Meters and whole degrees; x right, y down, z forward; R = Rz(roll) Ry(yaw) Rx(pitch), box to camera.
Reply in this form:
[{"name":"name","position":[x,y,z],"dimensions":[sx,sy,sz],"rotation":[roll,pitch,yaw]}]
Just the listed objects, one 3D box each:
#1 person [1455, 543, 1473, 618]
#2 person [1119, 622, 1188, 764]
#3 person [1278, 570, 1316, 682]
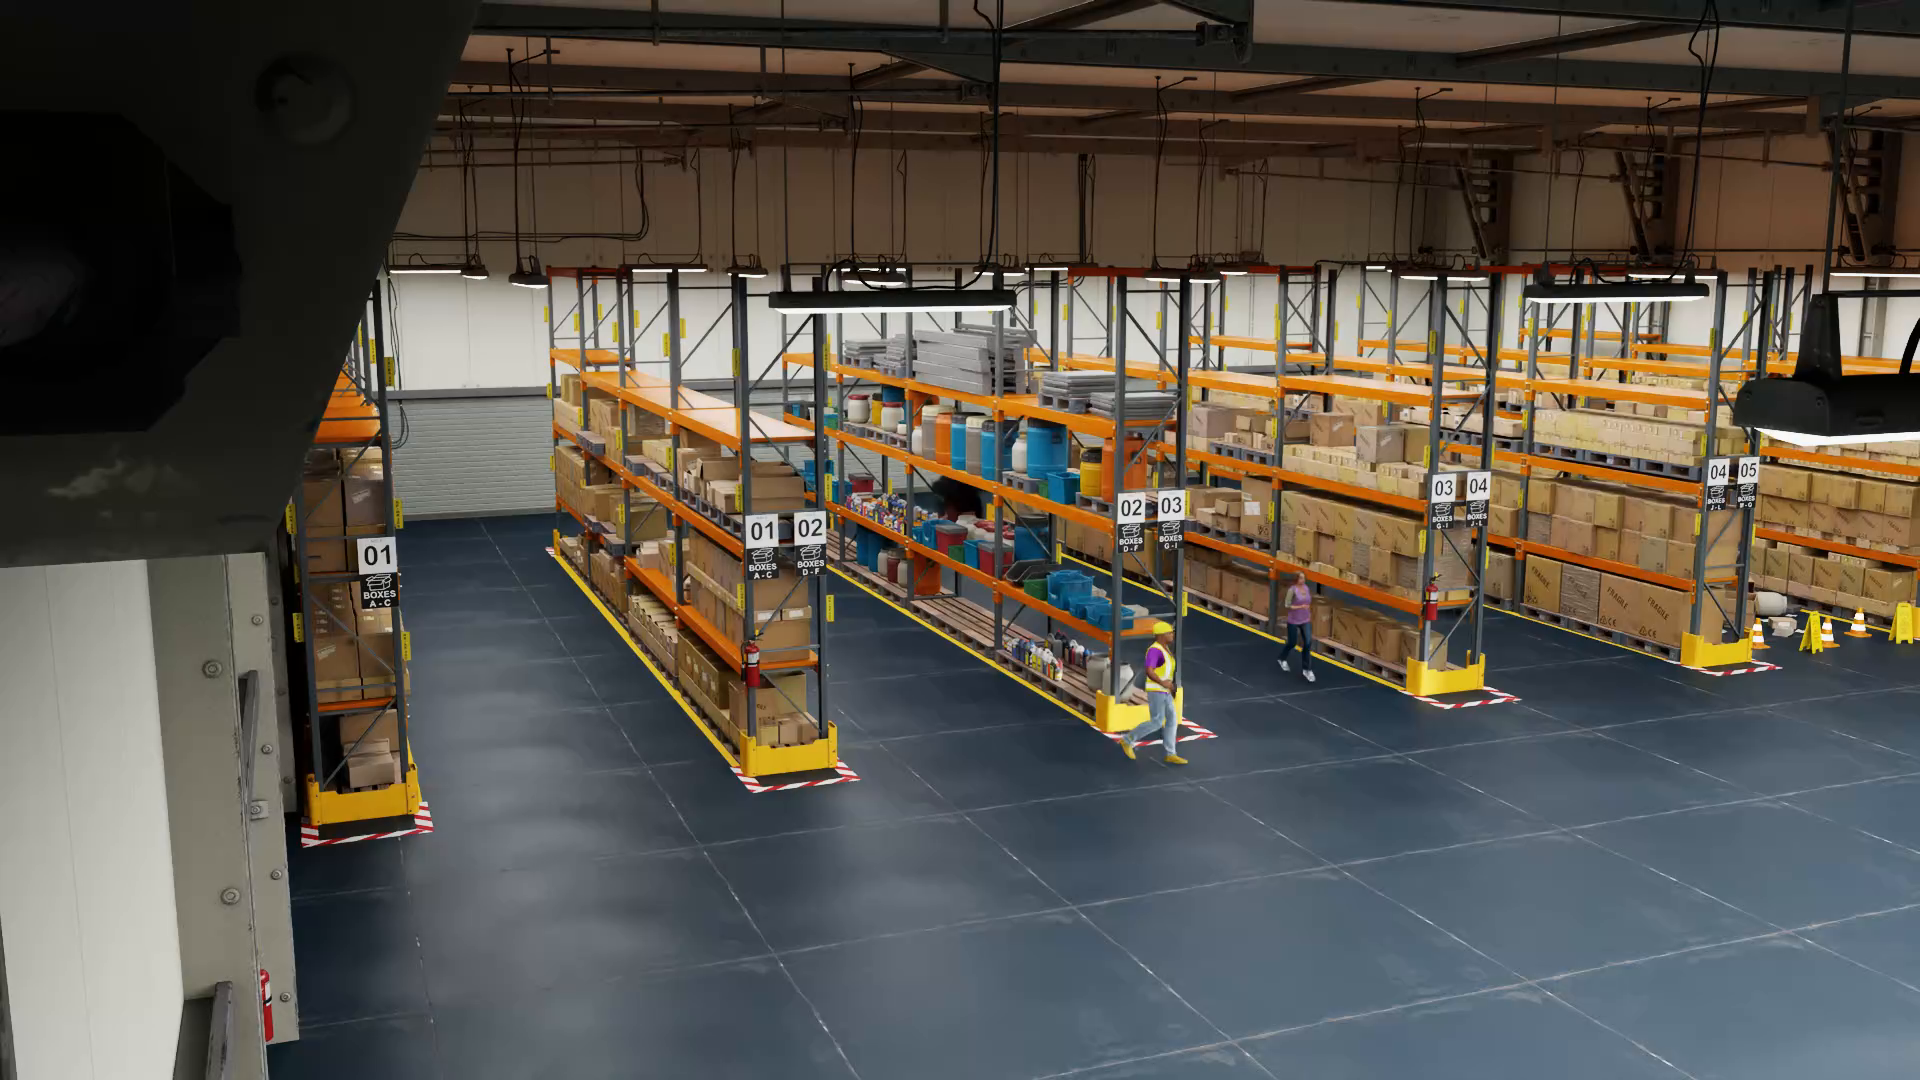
[{"name":"person","position":[8.661,0.432,29.074],"dimensions":[0.656,1.707,0.970],"rotation":[-4,11,-24]},{"name":"person","position":[2.475,1.885,20.824],"dimensions":[0.861,1.737,0.766],"rotation":[3,10,16]},{"name":"person","position":[5.032,1.244,24.796],"dimensions":[0.526,1.623,0.787],"rotation":[-4,11,-22]}]
